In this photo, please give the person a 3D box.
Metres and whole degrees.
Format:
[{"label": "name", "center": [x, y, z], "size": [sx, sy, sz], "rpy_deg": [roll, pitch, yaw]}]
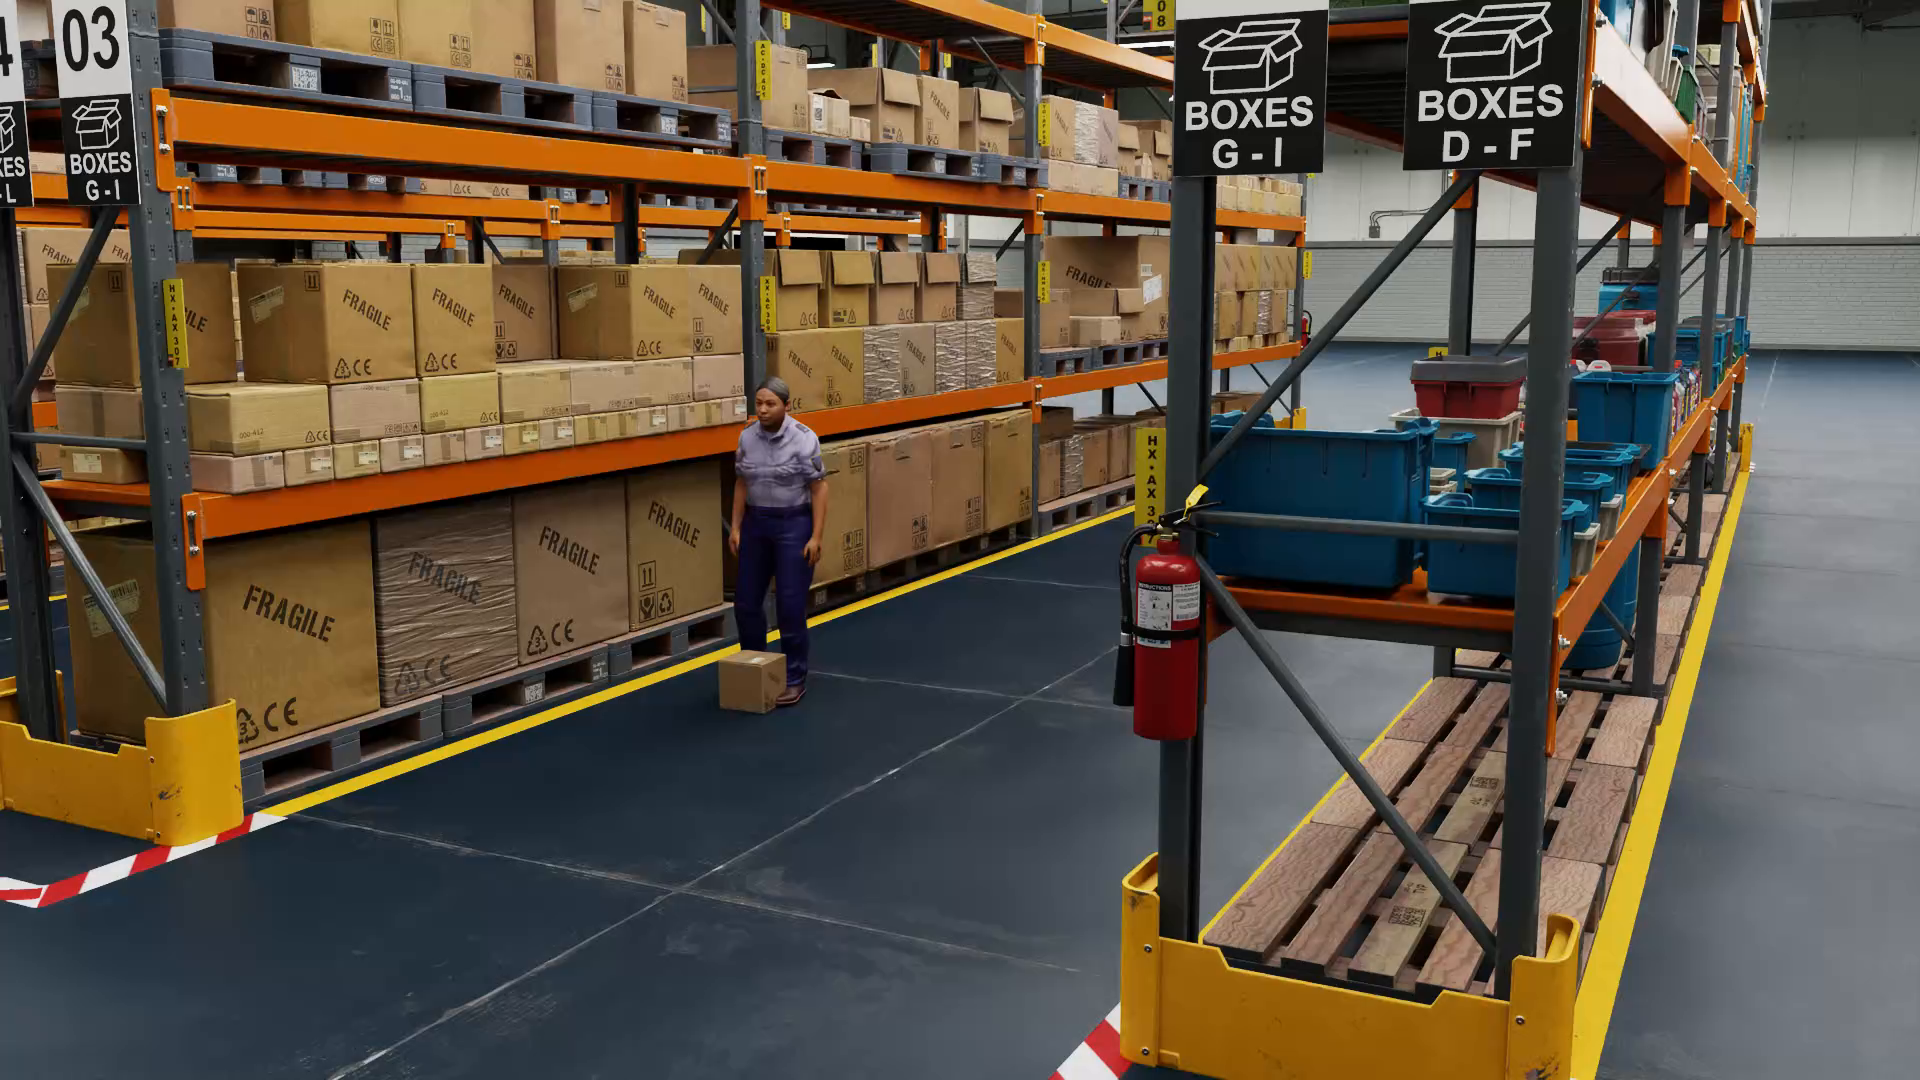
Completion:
[{"label": "person", "center": [-0.953, -0.009, 8.454], "size": [0.559, 1.650, 0.426], "rpy_deg": [4, 10, 23]}]
